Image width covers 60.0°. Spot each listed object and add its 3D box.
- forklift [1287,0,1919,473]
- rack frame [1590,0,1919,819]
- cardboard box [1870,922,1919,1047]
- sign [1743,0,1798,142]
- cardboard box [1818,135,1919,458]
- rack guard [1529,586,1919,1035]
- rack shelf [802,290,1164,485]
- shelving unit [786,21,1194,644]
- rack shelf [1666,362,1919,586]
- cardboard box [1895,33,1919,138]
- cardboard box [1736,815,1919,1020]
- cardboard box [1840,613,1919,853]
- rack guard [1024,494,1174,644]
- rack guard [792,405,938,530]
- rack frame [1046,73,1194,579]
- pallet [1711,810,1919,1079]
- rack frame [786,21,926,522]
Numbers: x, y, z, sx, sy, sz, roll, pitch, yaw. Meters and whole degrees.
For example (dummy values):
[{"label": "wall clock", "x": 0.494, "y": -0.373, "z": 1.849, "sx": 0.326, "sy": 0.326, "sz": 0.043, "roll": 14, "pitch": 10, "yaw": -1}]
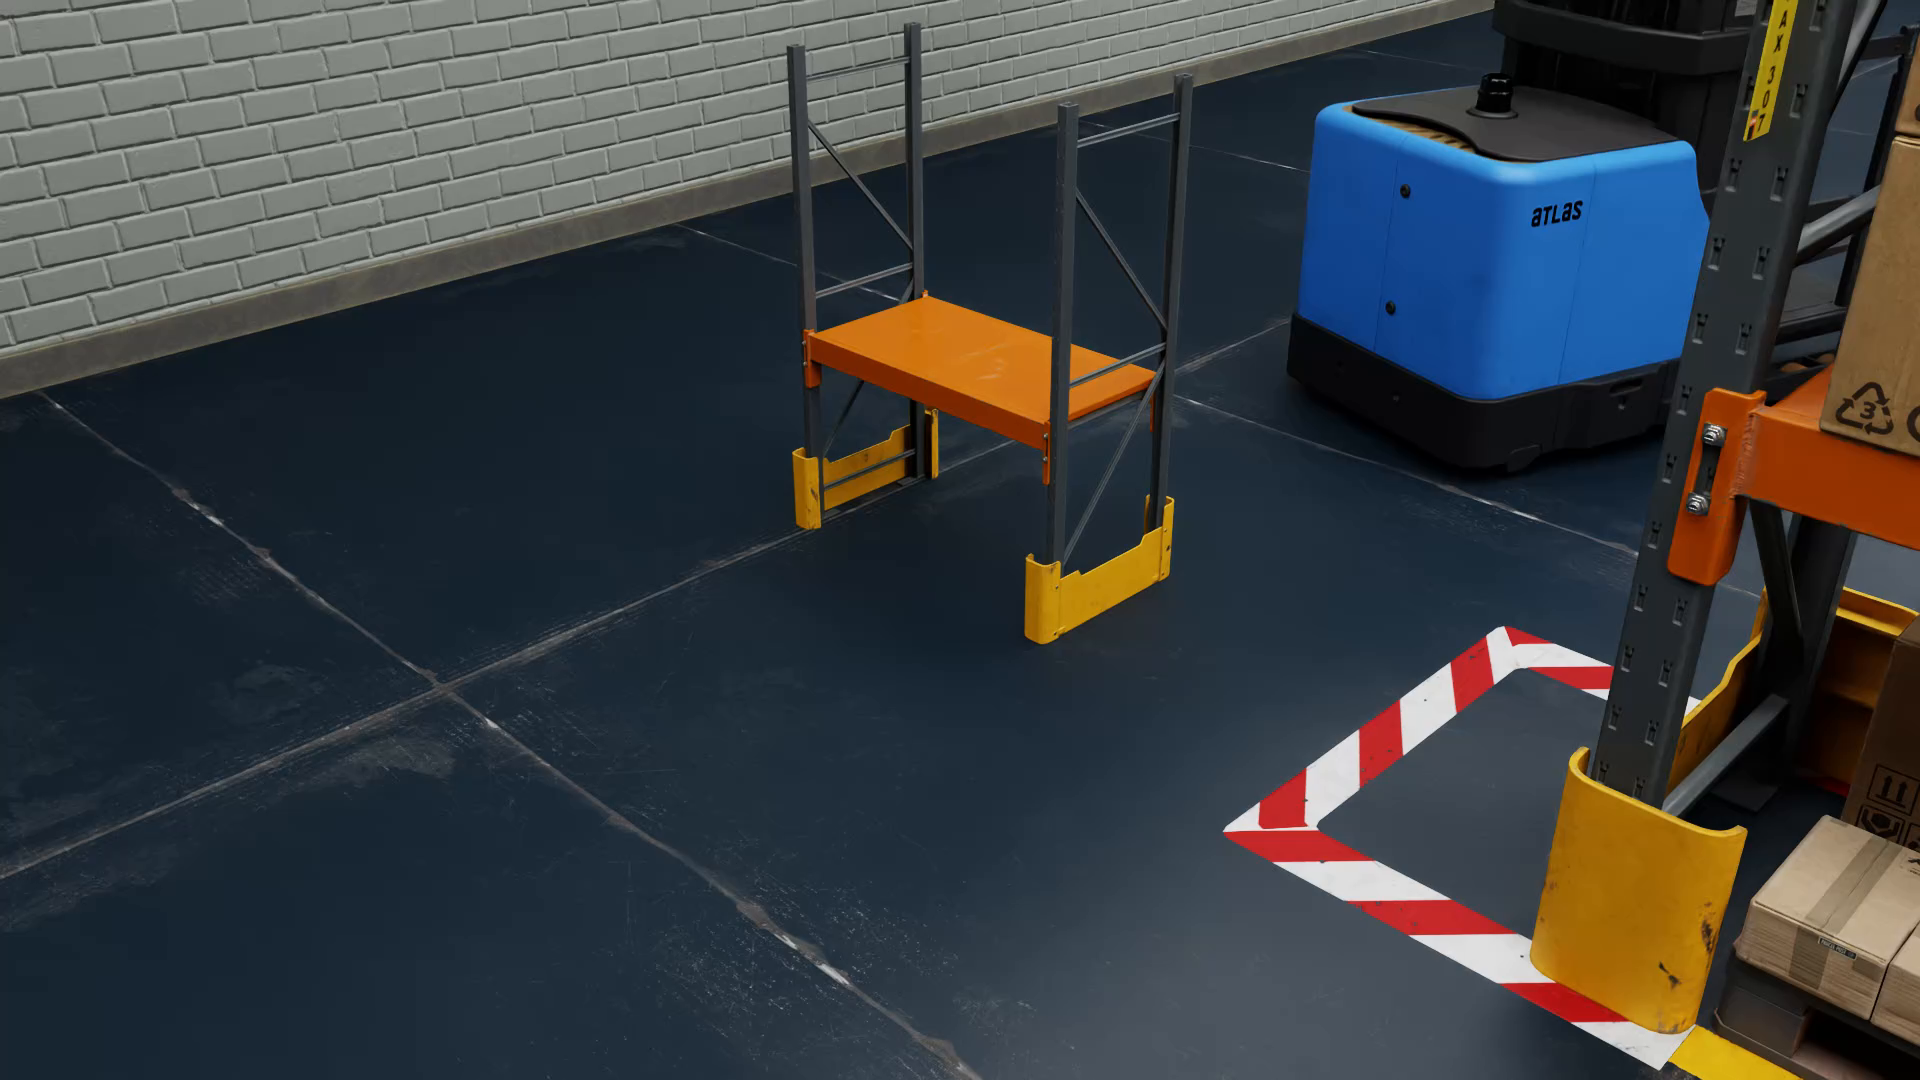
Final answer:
[{"label": "forklift", "x": 2.790, "y": -1.991, "z": 5.888, "sx": 3.031, "sy": 2.935, "sz": 1.130, "roll": -13, "pitch": 31, "yaw": -24}, {"label": "rack frame", "x": 1.667, "y": -0.592, "z": 3.153, "sx": 0.127, "sy": 3.000, "sz": 1.000, "roll": 25, "pitch": 36, "yaw": 38}, {"label": "cardboard box", "x": 1.903, "y": 0.799, "z": 3.078, "sx": 0.250, "sy": 0.166, "sz": 0.380, "roll": 25, "pitch": 36, "yaw": 38}, {"label": "sign", "x": 1.286, "y": -0.795, "z": 2.609, "sx": 0.005, "sy": 0.325, "sz": 0.100, "roll": 25, "pitch": 36, "yaw": 38}, {"label": "cardboard box", "x": 1.798, "y": -0.404, "z": 2.688, "sx": 0.500, "sy": 0.500, "sz": 0.500, "roll": -24, "pitch": 36, "yaw": -38}, {"label": "rack guard", "x": 1.721, "y": 0.539, "z": 3.688, "sx": 0.348, "sy": 0.500, "sz": 1.175, "roll": 25, "pitch": 36, "yaw": 38}, {"label": "rack shelf", "x": 0.061, "y": -0.477, "z": 4.932, "sx": 1.000, "sy": 0.185, "sz": 0.538, "roll": 25, "pitch": 36, "yaw": 38}, {"label": "shelving unit", "x": 0.054, "y": -0.639, "z": 4.854, "sx": 1.083, "sy": 1.500, "sz": 0.587, "roll": 25, "pitch": 36, "yaw": 38}, {"label": "rack shelf", "x": 3.093, "y": 0.379, "z": 2.080, "sx": 4.000, "sy": 0.370, "sz": 1.077, "roll": 25, "pitch": 36, "yaw": 38}, {"label": "cardboard box", "x": 1.798, "y": -0.847, "z": 2.456, "sx": 0.500, "sy": 0.500, "sz": 0.500, "roll": -24, "pitch": 36, "yaw": -38}, {"label": "cardboard box", "x": 1.724, "y": 0.726, "z": 3.238, "sx": 0.250, "sy": 0.149, "sz": 0.380, "roll": 25, "pitch": 36, "yaw": 38}, {"label": "cardboard box", "x": 2.227, "y": 0.415, "z": 3.451, "sx": 0.500, "sy": 0.500, "sz": 0.500, "roll": 25, "pitch": 36, "yaw": 38}, {"label": "rack guard", "x": 0.409, "y": 0.077, "z": 4.835, "sx": 0.087, "sy": 0.250, "sz": 0.587, "roll": 25, "pitch": 36, "yaw": 38}, {"label": "rack guard", "x": -0.301, "y": -0.248, "z": 5.454, "sx": 0.087, "sy": 0.250, "sz": 0.587, "roll": 25, "pitch": 36, "yaw": 38}, {"label": "rack frame", "x": 0.423, "y": -0.470, "z": 4.533, "sx": 0.032, "sy": 1.500, "sz": 0.500, "roll": 25, "pitch": 36, "yaw": 38}, {"label": "pallet", "x": 2.290, "y": 0.927, "z": 3.261, "sx": 1.213, "sy": 0.211, "sz": 1.003, "roll": 25, "pitch": 36, "yaw": 38}, {"label": "rack frame", "x": -0.302, "y": -0.802, "z": 5.163, "sx": 0.032, "sy": 1.500, "sz": 0.500, "roll": 25, "pitch": 36, "yaw": 38}]
